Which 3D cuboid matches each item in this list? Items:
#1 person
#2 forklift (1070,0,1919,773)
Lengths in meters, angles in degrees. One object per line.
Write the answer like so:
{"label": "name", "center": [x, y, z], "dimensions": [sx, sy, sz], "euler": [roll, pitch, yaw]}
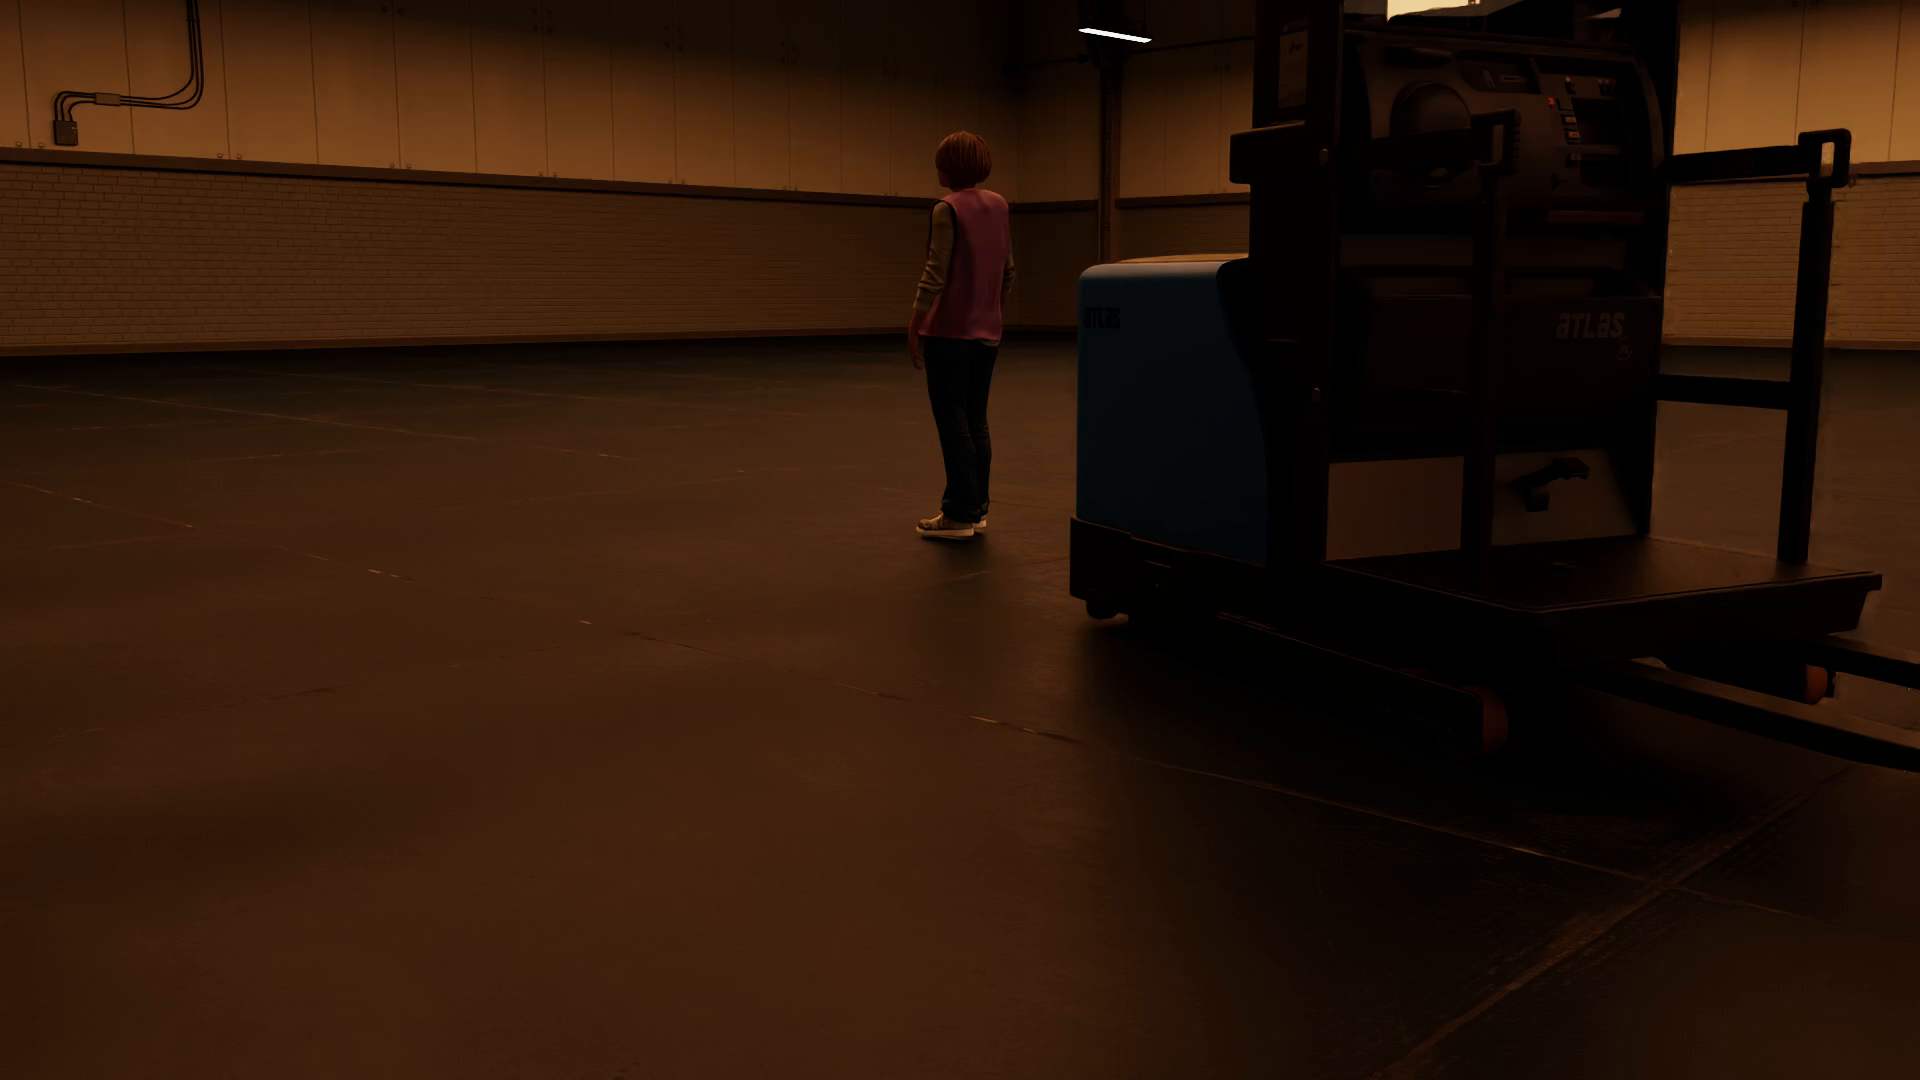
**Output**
{"label": "person", "center": [-0.044, -0.806, 6.658], "dimensions": [0.473, 1.599, 0.521], "euler": [8, 12, 43]}
{"label": "forklift", "center": [1.429, -1.049, 3.837], "dimensions": [1.130, 2.935, 3.031], "euler": [-4, 9, -25]}
